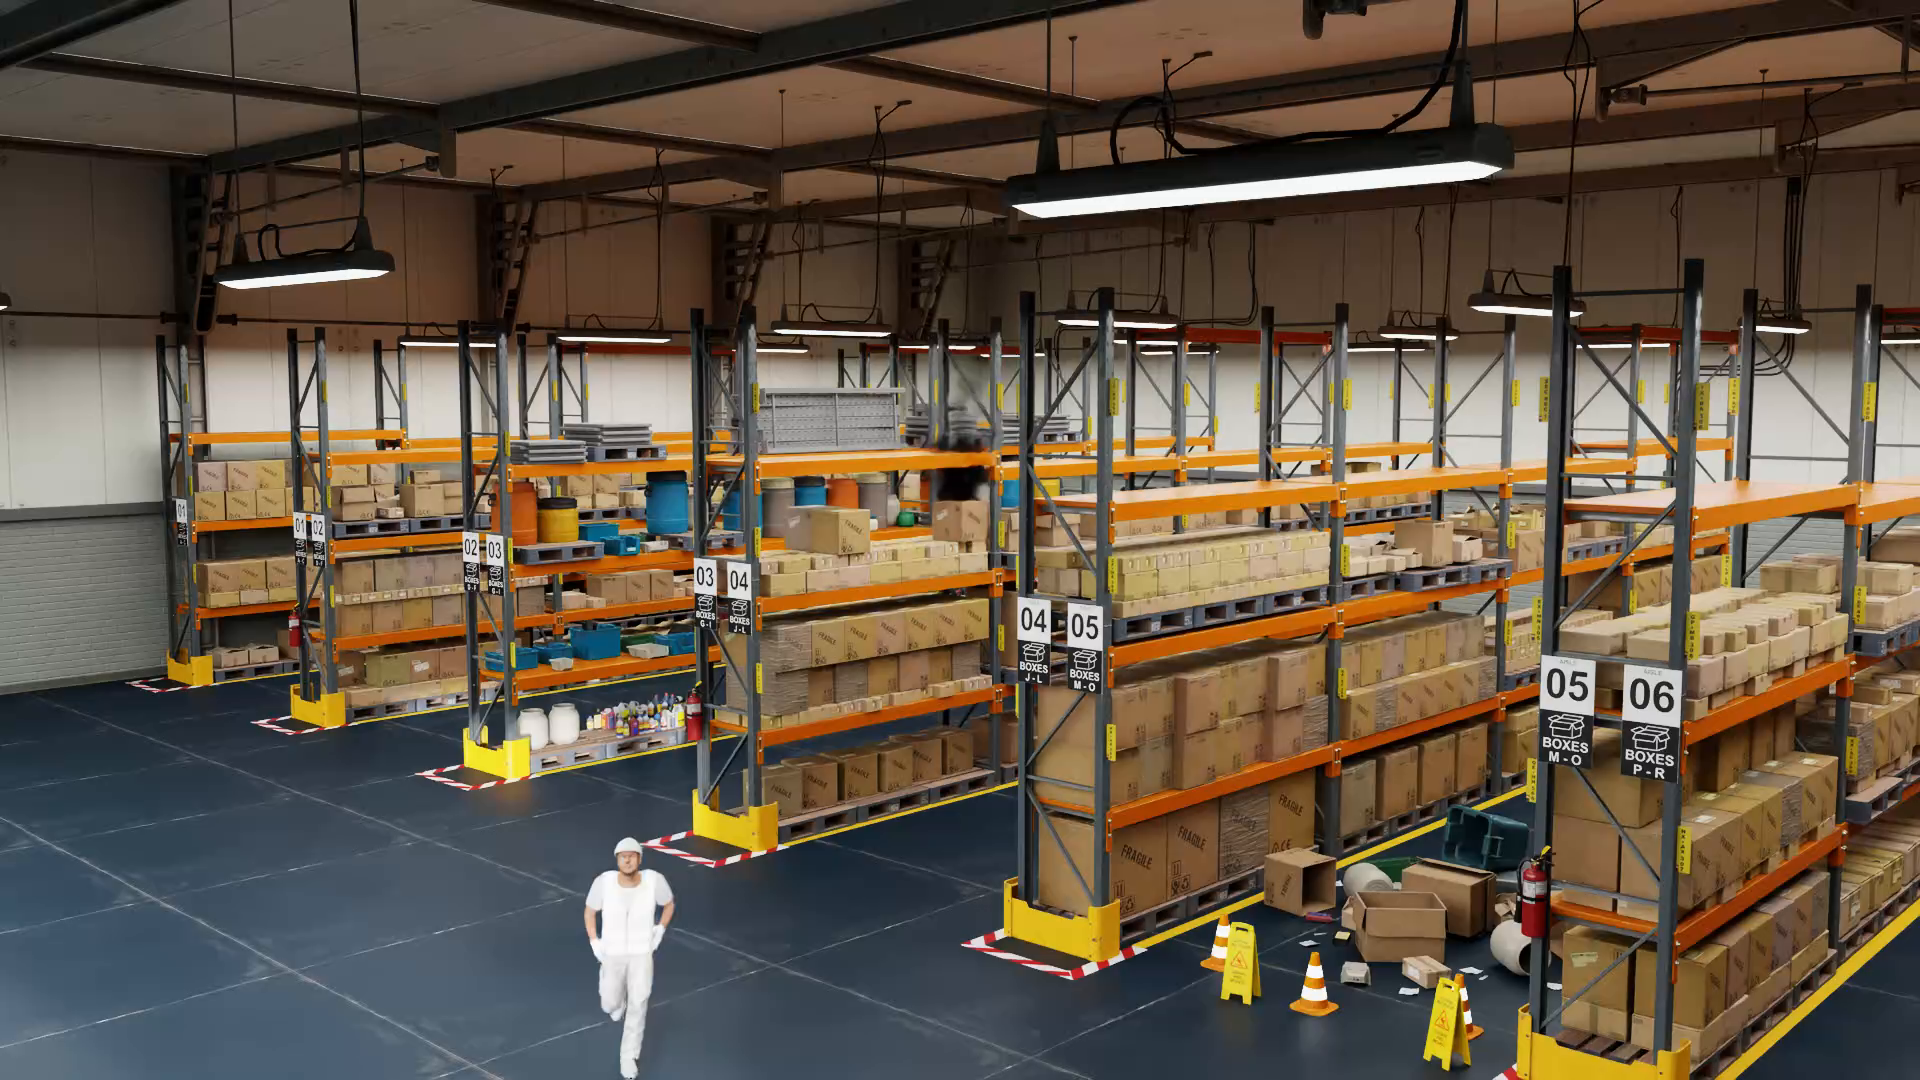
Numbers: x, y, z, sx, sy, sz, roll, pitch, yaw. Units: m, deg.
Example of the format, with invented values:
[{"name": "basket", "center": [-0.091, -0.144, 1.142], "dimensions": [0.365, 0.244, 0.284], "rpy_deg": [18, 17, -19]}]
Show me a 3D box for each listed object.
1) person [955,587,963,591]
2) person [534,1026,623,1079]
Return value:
[{"name": "person", "center": [0.063, 1.164, 33.181], "dimensions": [0.631, 1.820, 0.689], "rpy_deg": [4, 7, 39]}, {"name": "person", "center": [-2.040, 3.463, 8.777], "dimensions": [0.664, 1.759, 0.626], "rpy_deg": [-1, 5, -7]}]
